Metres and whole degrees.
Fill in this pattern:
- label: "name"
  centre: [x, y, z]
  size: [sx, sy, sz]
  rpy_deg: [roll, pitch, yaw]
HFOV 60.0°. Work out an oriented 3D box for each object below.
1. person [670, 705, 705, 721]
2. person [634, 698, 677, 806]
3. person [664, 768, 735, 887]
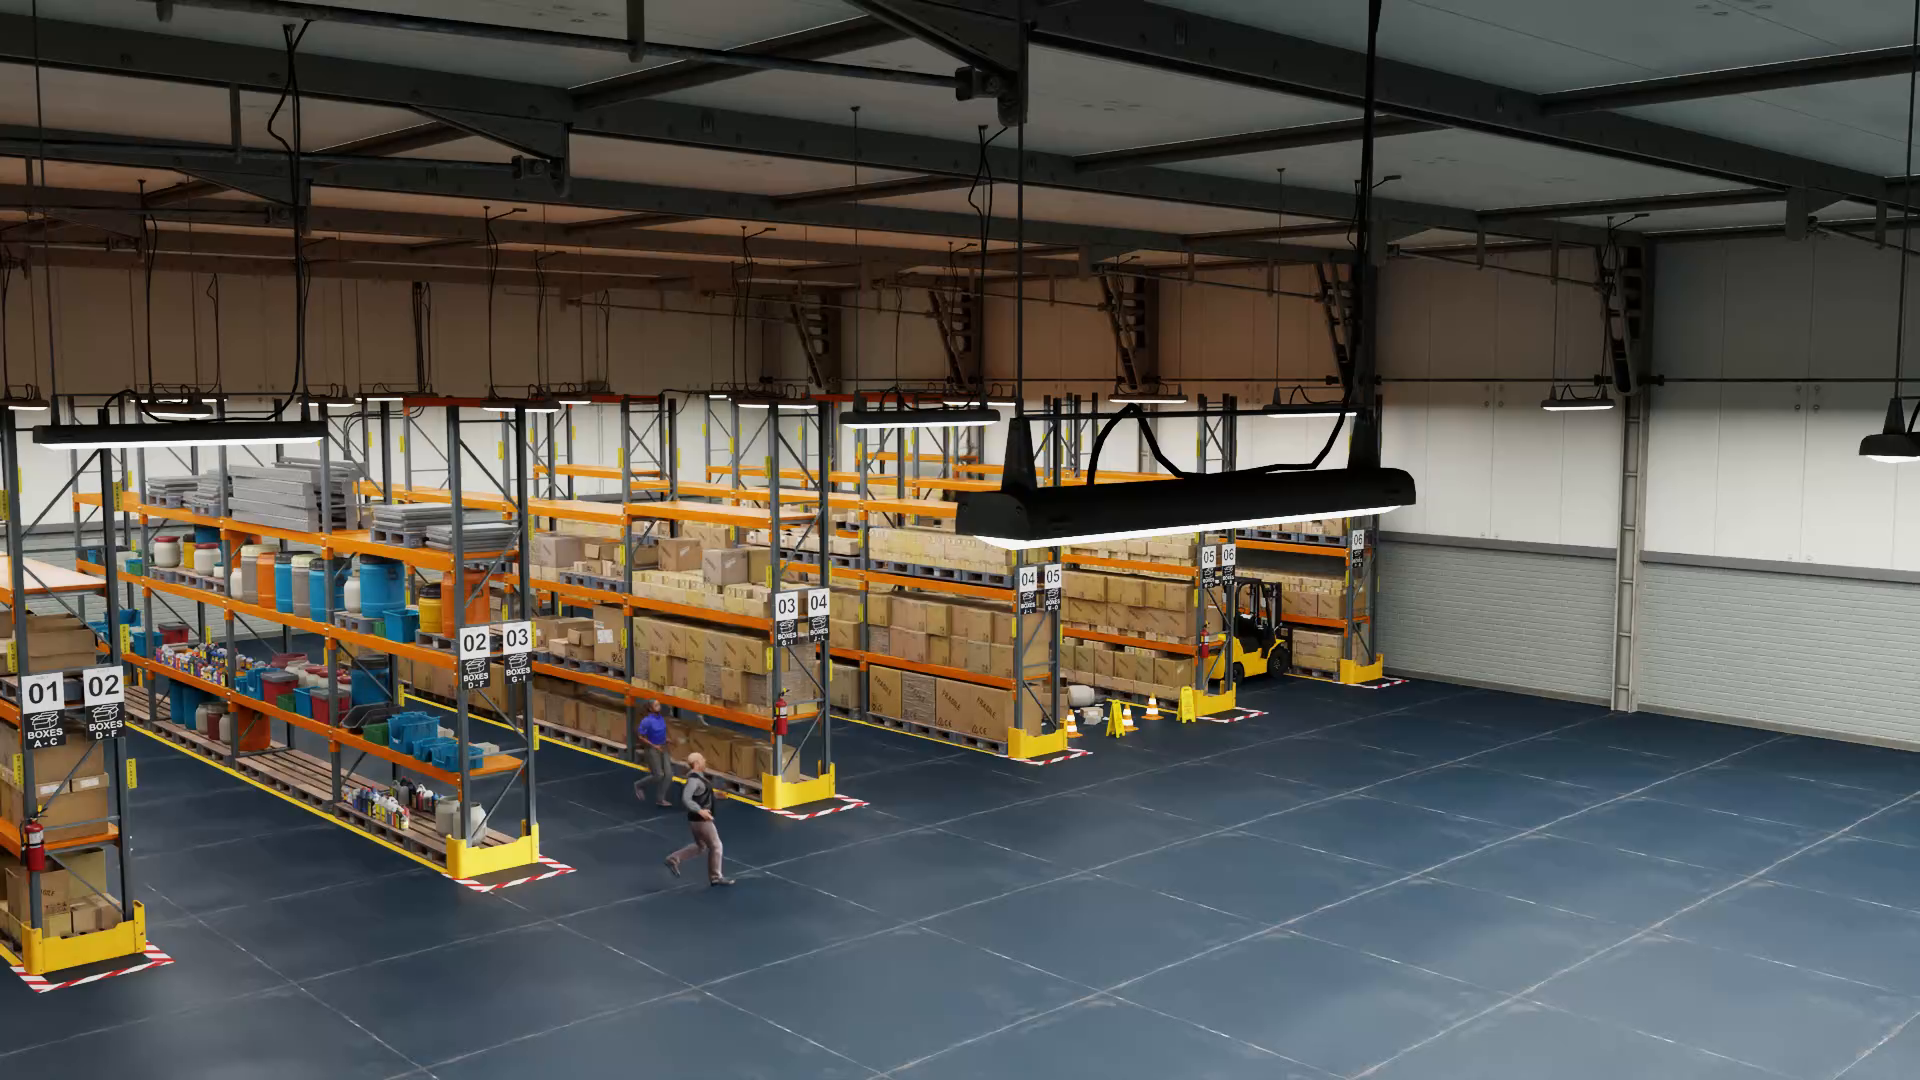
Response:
- label: "person"
  centre: [-4.947, 2.496, 30.546]
  size: [0.794, 1.645, 0.670]
  rpy_deg: [5, 7, 41]
- label: "person"
  centre: [-4.543, 3.143, 24.715]
  size: [0.595, 1.604, 0.575]
  rpy_deg: [3, 6, 28]
- label: "person"
  centre: [-3.260, 3.584, 20.724]
  size: [0.876, 1.495, 0.669]
  rpy_deg: [-1, 6, -10]
